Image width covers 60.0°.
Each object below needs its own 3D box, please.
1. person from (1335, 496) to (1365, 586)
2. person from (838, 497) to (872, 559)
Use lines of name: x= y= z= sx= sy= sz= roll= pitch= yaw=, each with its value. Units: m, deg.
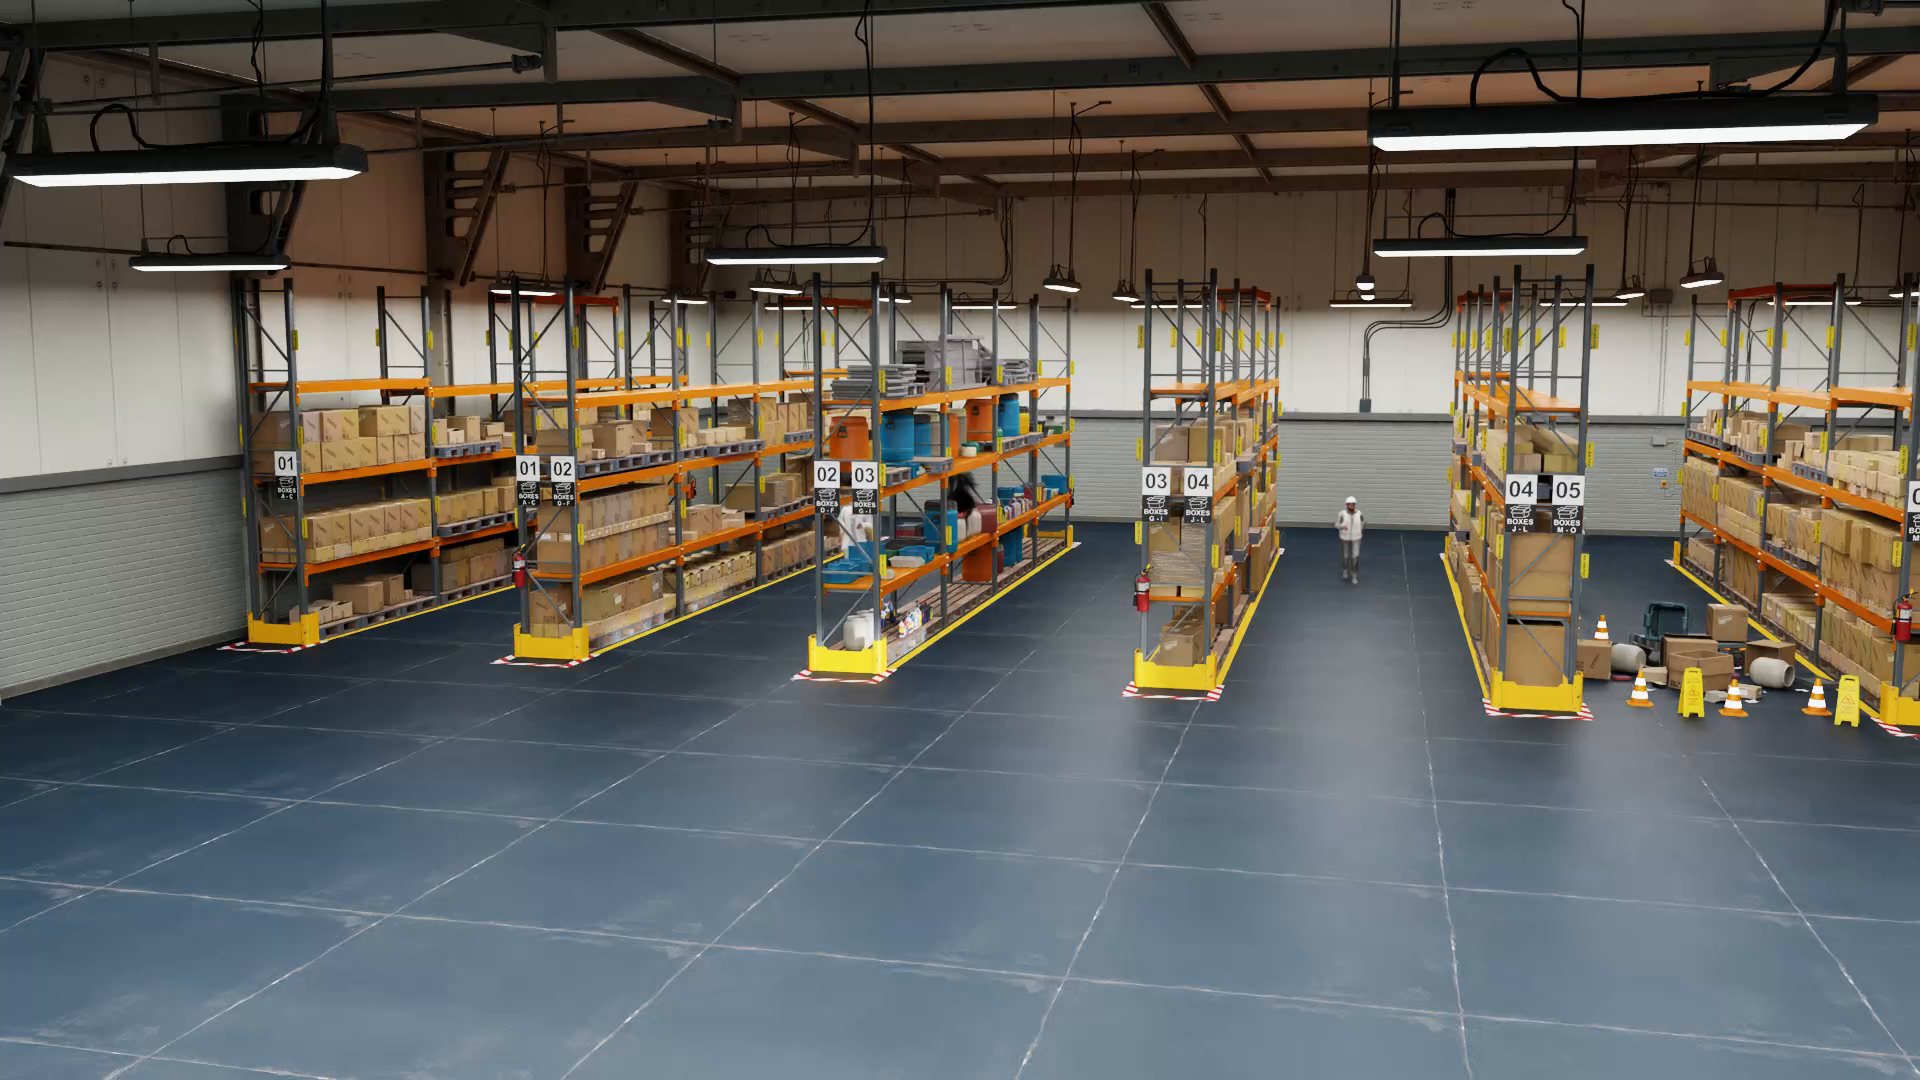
person: x=8.071 y=-0.012 z=34.453 sx=0.610 sy=1.805 sz=0.889 roll=1 pitch=7 yaw=11
person: x=-2.029 y=0.089 z=31.830 sx=0.679 sy=1.798 sz=0.785 roll=0 pitch=7 yaw=3
